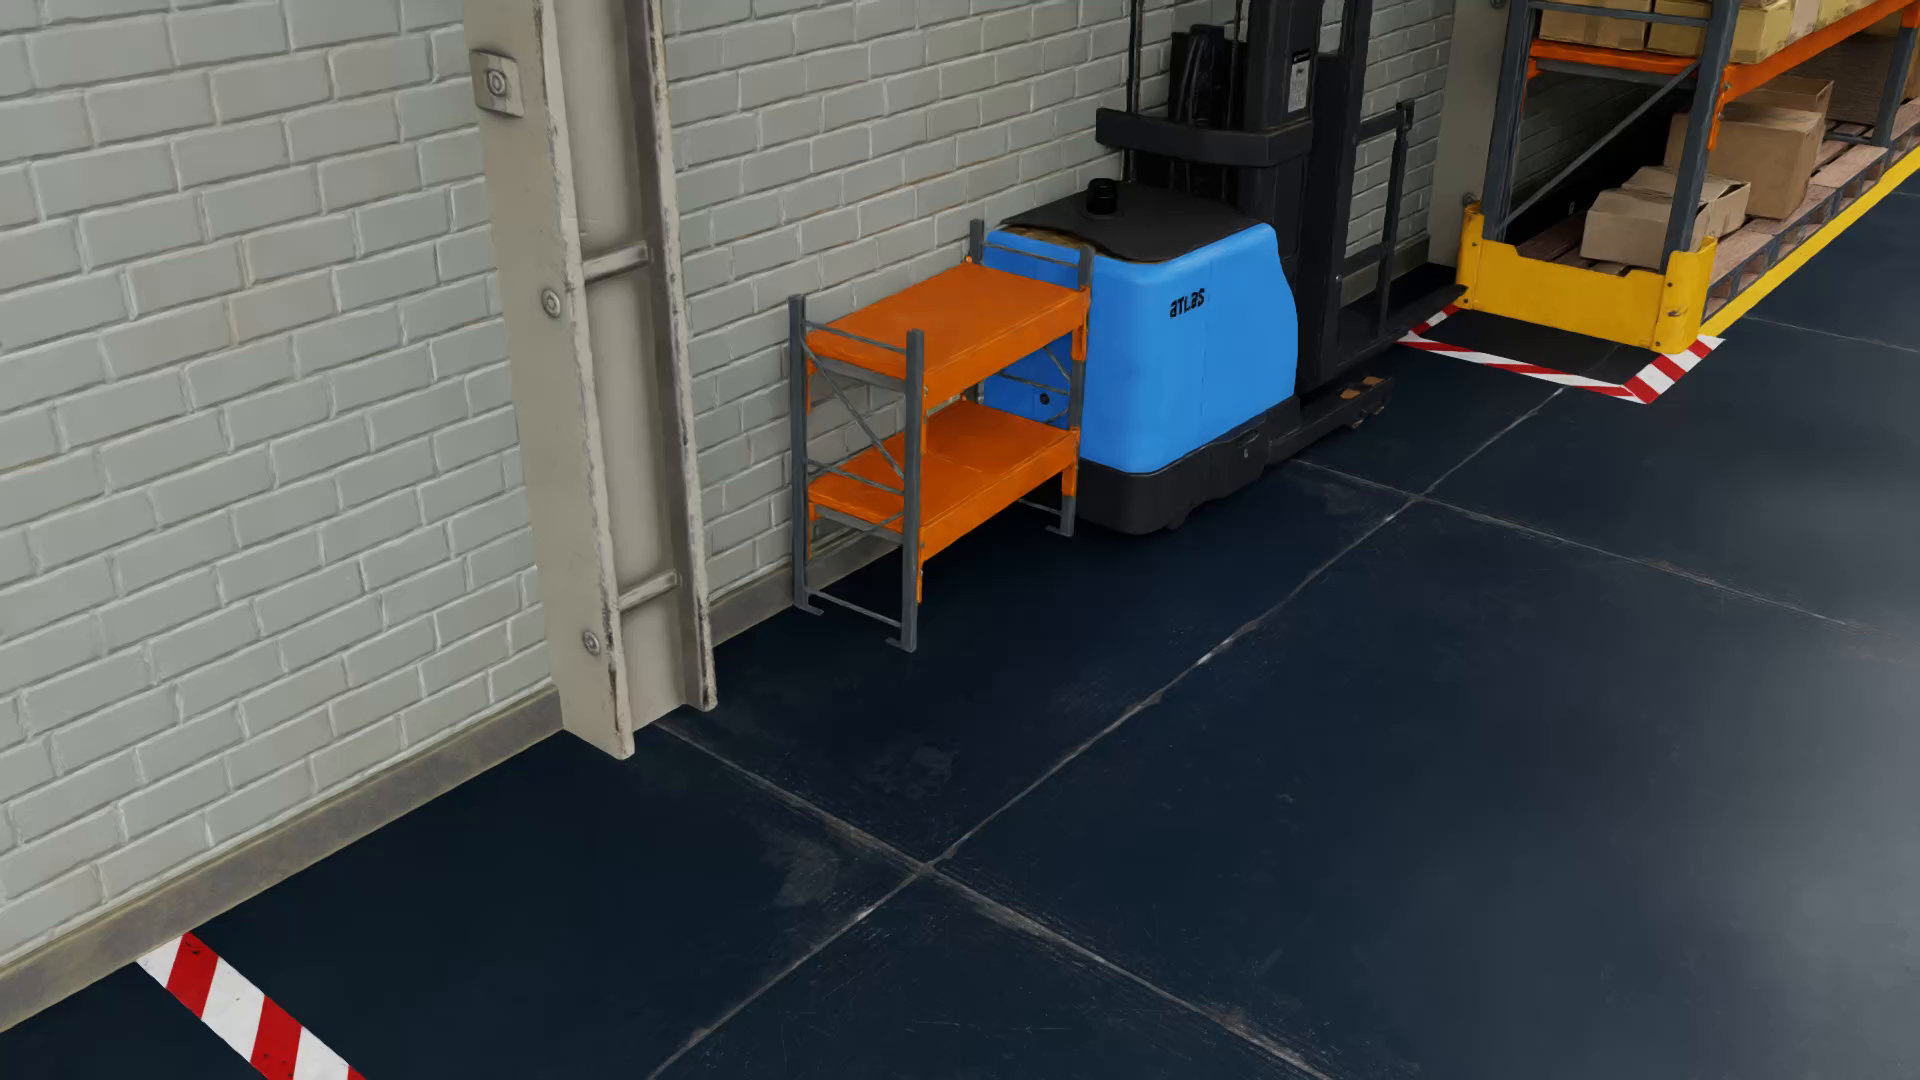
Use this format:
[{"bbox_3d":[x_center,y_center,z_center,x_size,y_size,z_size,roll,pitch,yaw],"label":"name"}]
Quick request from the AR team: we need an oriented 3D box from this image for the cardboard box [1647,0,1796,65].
[{"bbox_3d":[3.589,-2.436,7.836,0.500,0.250,0.500,20,33,33],"label":"cardboard box"}]

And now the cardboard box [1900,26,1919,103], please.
[{"bbox_3d":[6.324,-3.381,11.762,0.700,0.500,0.500,20,33,33],"label":"cardboard box"}]

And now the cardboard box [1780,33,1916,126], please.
[{"bbox_3d":[6.034,-3.183,11.380,0.700,0.500,0.500,22,35,36],"label":"cardboard box"}]

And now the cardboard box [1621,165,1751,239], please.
[{"bbox_3d":[3.906,-1.836,8.982,0.500,0.311,0.500,24,36,38],"label":"cardboard box"}]

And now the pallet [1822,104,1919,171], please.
[{"bbox_3d":[6.072,-2.870,11.568,1.003,0.211,1.213,21,34,34],"label":"pallet"}]

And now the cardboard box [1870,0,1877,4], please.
[{"bbox_3d":[4.880,-3.161,9.237,0.500,0.250,0.500,21,34,34],"label":"cardboard box"}]

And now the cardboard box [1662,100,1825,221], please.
[{"bbox_3d":[4.411,-2.166,9.413,0.700,0.500,0.500,18,33,31],"label":"cardboard box"}]

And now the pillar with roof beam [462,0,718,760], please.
[{"bbox_3d":[2.317,-2.194,0.697,9.100,9.000,0.400,21,34,34],"label":"pillar with roof beam"}]

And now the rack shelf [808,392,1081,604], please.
[{"bbox_3d":[-0.062,-0.176,5.850,0.538,0.278,1.000,20,33,29],"label":"rack shelf"}]

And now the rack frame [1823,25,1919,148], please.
[{"bbox_3d":[5.578,-3.832,10.393,1.000,3.000,0.127,21,34,34],"label":"rack frame"}]

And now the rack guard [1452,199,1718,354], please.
[{"bbox_3d":[3.082,-1.330,8.278,1.175,0.500,0.348,21,34,34],"label":"rack guard"}]

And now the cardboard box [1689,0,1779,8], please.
[{"bbox_3d":[3.570,-2.771,7.666,0.500,0.500,0.500,21,34,34],"label":"cardboard box"}]

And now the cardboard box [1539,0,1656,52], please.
[{"bbox_3d":[3.182,-2.578,8.111,0.500,0.250,0.500,21,34,35],"label":"cardboard box"}]

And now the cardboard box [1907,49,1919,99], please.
[{"bbox_3d":[6.679,-3.550,12.089,0.700,0.500,0.500,21,34,35],"label":"cardboard box"}]

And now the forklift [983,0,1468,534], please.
[{"bbox_3d":[1.255,-1.922,6.775,1.130,2.935,3.031,22,34,35],"label":"forklift"}]

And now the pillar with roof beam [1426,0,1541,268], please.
[{"bbox_3d":[6.134,-4.321,4.809,9.100,9.000,0.400,21,34,34],"label":"pillar with roof beam"}]

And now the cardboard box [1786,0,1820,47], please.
[{"bbox_3d":[3.909,-2.625,8.200,0.500,0.250,0.500,20,33,33],"label":"cardboard box"}]

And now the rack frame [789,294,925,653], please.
[{"bbox_3d":[-0.340,-0.200,5.360,0.500,1.125,0.032,20,33,29],"label":"rack frame"}]

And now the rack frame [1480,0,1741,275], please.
[{"bbox_3d":[3.034,-2.414,7.651,1.000,3.000,0.127,21,34,34],"label":"rack frame"}]

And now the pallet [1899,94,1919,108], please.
[{"bbox_3d":[6.848,-3.304,12.408,1.003,0.211,1.213,21,34,34],"label":"pallet"}]

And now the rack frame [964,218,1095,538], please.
[{"bbox_3d":[0.232,-0.582,6.108,0.500,1.125,0.032,20,33,29],"label":"rack frame"}]

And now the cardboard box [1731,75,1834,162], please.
[{"bbox_3d":[4.949,-2.537,10.132,0.500,0.500,0.500,18,32,31],"label":"cardboard box"}]

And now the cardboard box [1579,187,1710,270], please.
[{"bbox_3d":[3.544,-1.634,8.591,0.500,0.311,0.500,17,32,29],"label":"cardboard box"}]

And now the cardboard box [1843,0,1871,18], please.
[{"bbox_3d":[4.561,-2.982,8.891,0.500,0.250,0.500,21,34,35],"label":"cardboard box"}]

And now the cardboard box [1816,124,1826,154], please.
[{"bbox_3d":[5.261,-2.571,10.559,0.380,0.166,0.250,16,31,28],"label":"cardboard box"}]

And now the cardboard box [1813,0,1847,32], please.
[{"bbox_3d":[4.237,-2.803,8.546,0.500,0.250,0.500,20,34,34],"label":"cardboard box"}]

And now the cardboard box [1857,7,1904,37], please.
[{"bbox_3d":[6.311,-3.673,11.511,0.500,0.250,0.500,20,33,33],"label":"cardboard box"}]

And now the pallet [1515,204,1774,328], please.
[{"bbox_3d":[3.626,-1.480,8.881,1.003,0.211,1.213,21,34,34],"label":"pallet"}]

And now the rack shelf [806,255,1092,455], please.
[{"bbox_3d":[-0.044,-0.648,5.595,0.538,0.278,1.000,20,33,29],"label":"rack shelf"}]

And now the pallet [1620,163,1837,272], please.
[{"bbox_3d":[4.403,-1.911,9.713,1.003,0.211,1.213,21,34,34],"label":"pallet"}]

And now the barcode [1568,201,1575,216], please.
[{"bbox_3d":[3.246,-1.761,8.828,0.001,0.075,0.075,21,34,34],"label":"barcode"}]

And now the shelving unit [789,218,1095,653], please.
[{"bbox_3d":[-0.054,-0.391,5.734,0.538,1.125,1.048,20,33,29],"label":"shelving unit"}]

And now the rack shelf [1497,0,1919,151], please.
[{"bbox_3d":[4.306,-2.803,9.187,1.077,0.370,4.000,21,34,34],"label":"rack shelf"}]

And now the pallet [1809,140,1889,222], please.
[{"bbox_3d":[5.178,-2.345,10.553,1.003,0.211,1.213,21,34,34],"label":"pallet"}]
